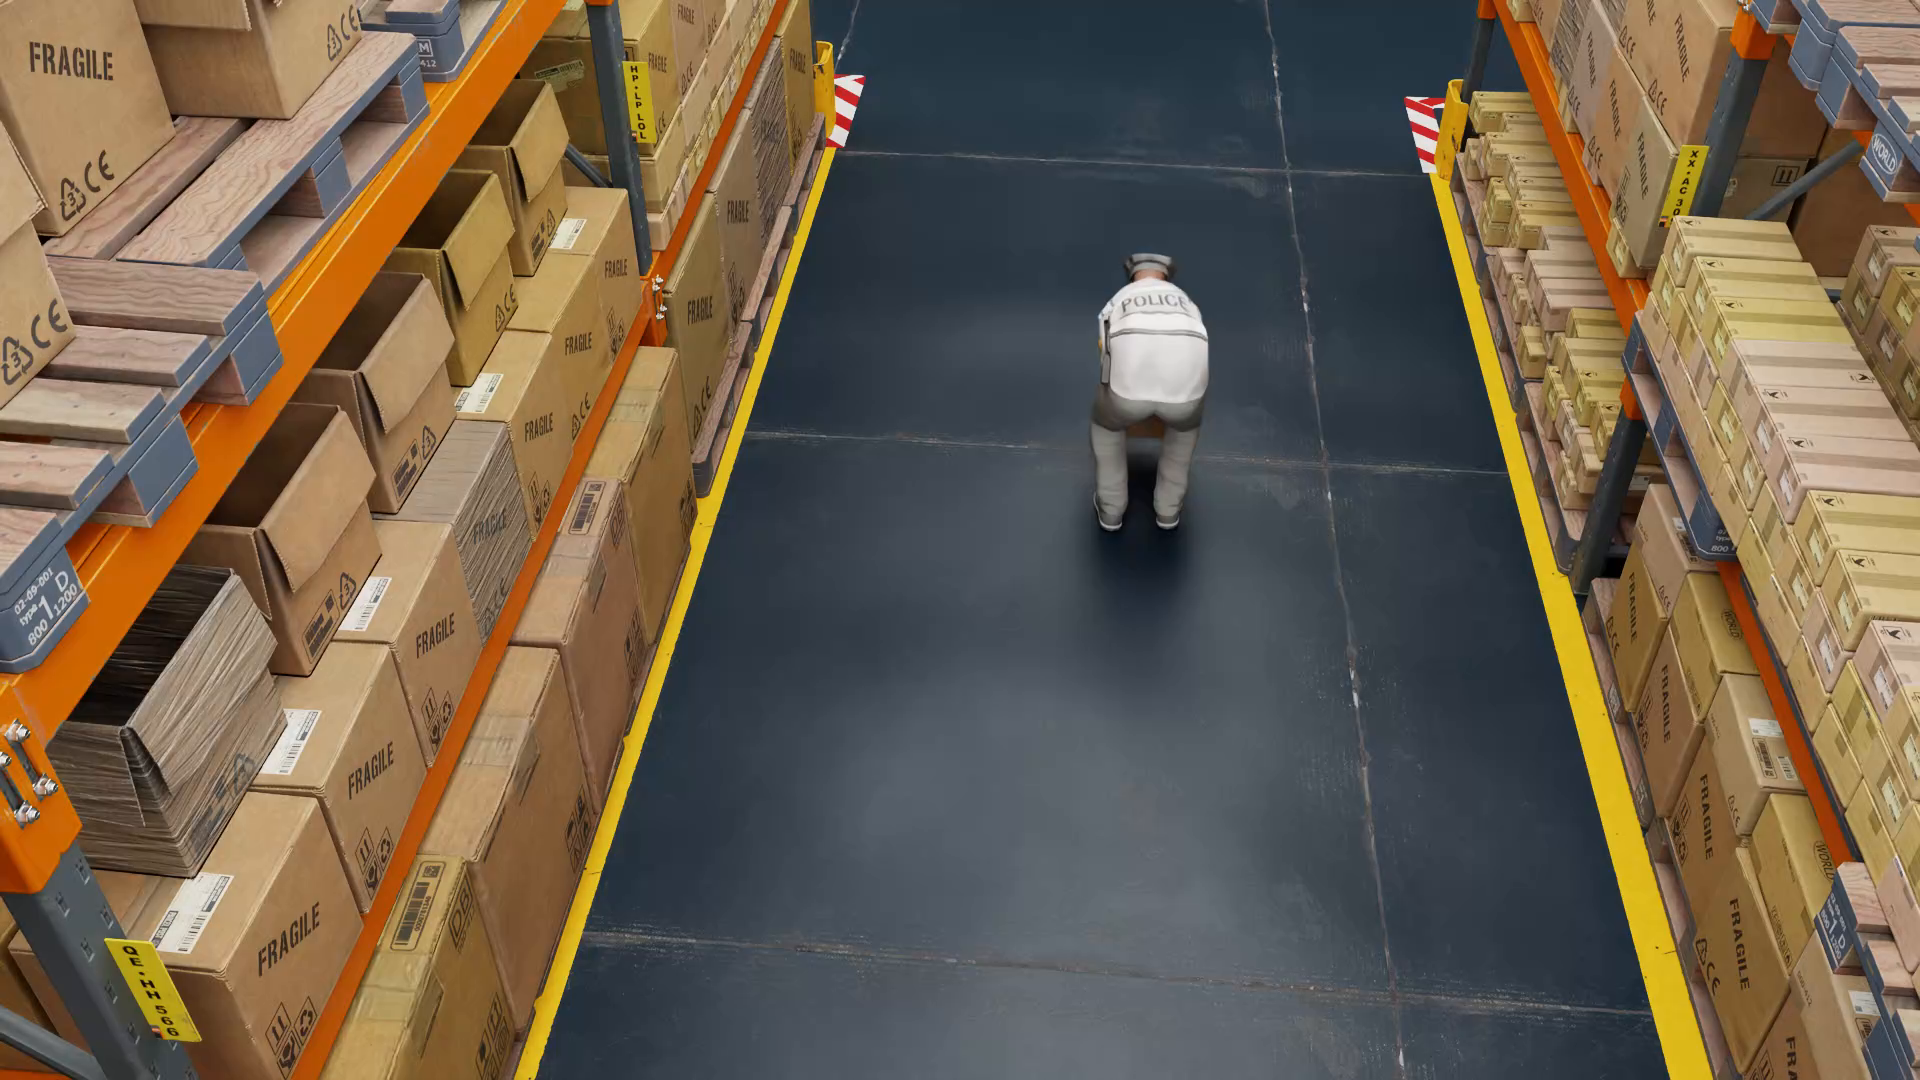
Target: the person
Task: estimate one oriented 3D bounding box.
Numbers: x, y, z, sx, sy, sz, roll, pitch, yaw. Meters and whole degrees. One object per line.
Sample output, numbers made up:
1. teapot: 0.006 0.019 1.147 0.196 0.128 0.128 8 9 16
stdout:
1. person: 0.838 -0.672 7.484 0.505 1.080 1.044 2 40 2
